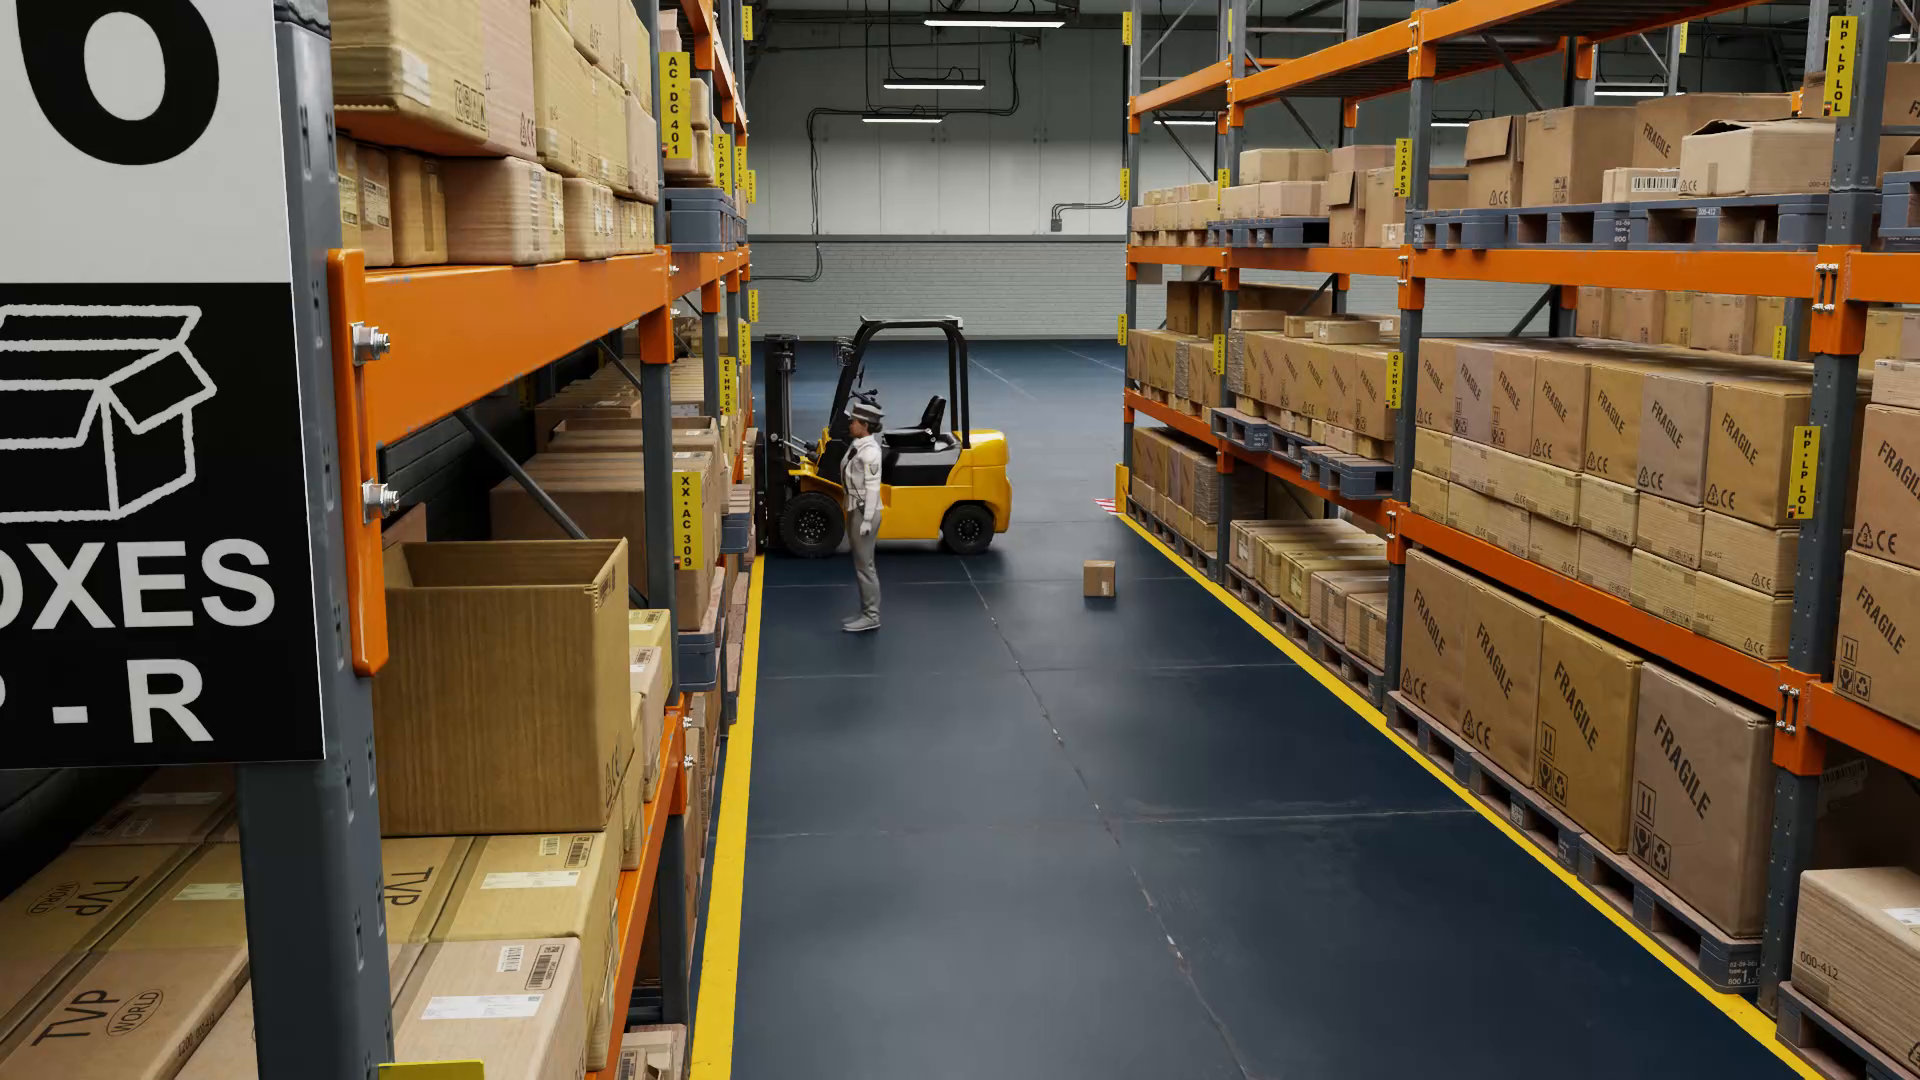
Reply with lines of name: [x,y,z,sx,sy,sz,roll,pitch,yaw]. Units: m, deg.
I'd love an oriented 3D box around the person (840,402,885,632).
person: [-0.727,-0.168,12.338,0.346,1.715,0.470,-2,10,-13]
